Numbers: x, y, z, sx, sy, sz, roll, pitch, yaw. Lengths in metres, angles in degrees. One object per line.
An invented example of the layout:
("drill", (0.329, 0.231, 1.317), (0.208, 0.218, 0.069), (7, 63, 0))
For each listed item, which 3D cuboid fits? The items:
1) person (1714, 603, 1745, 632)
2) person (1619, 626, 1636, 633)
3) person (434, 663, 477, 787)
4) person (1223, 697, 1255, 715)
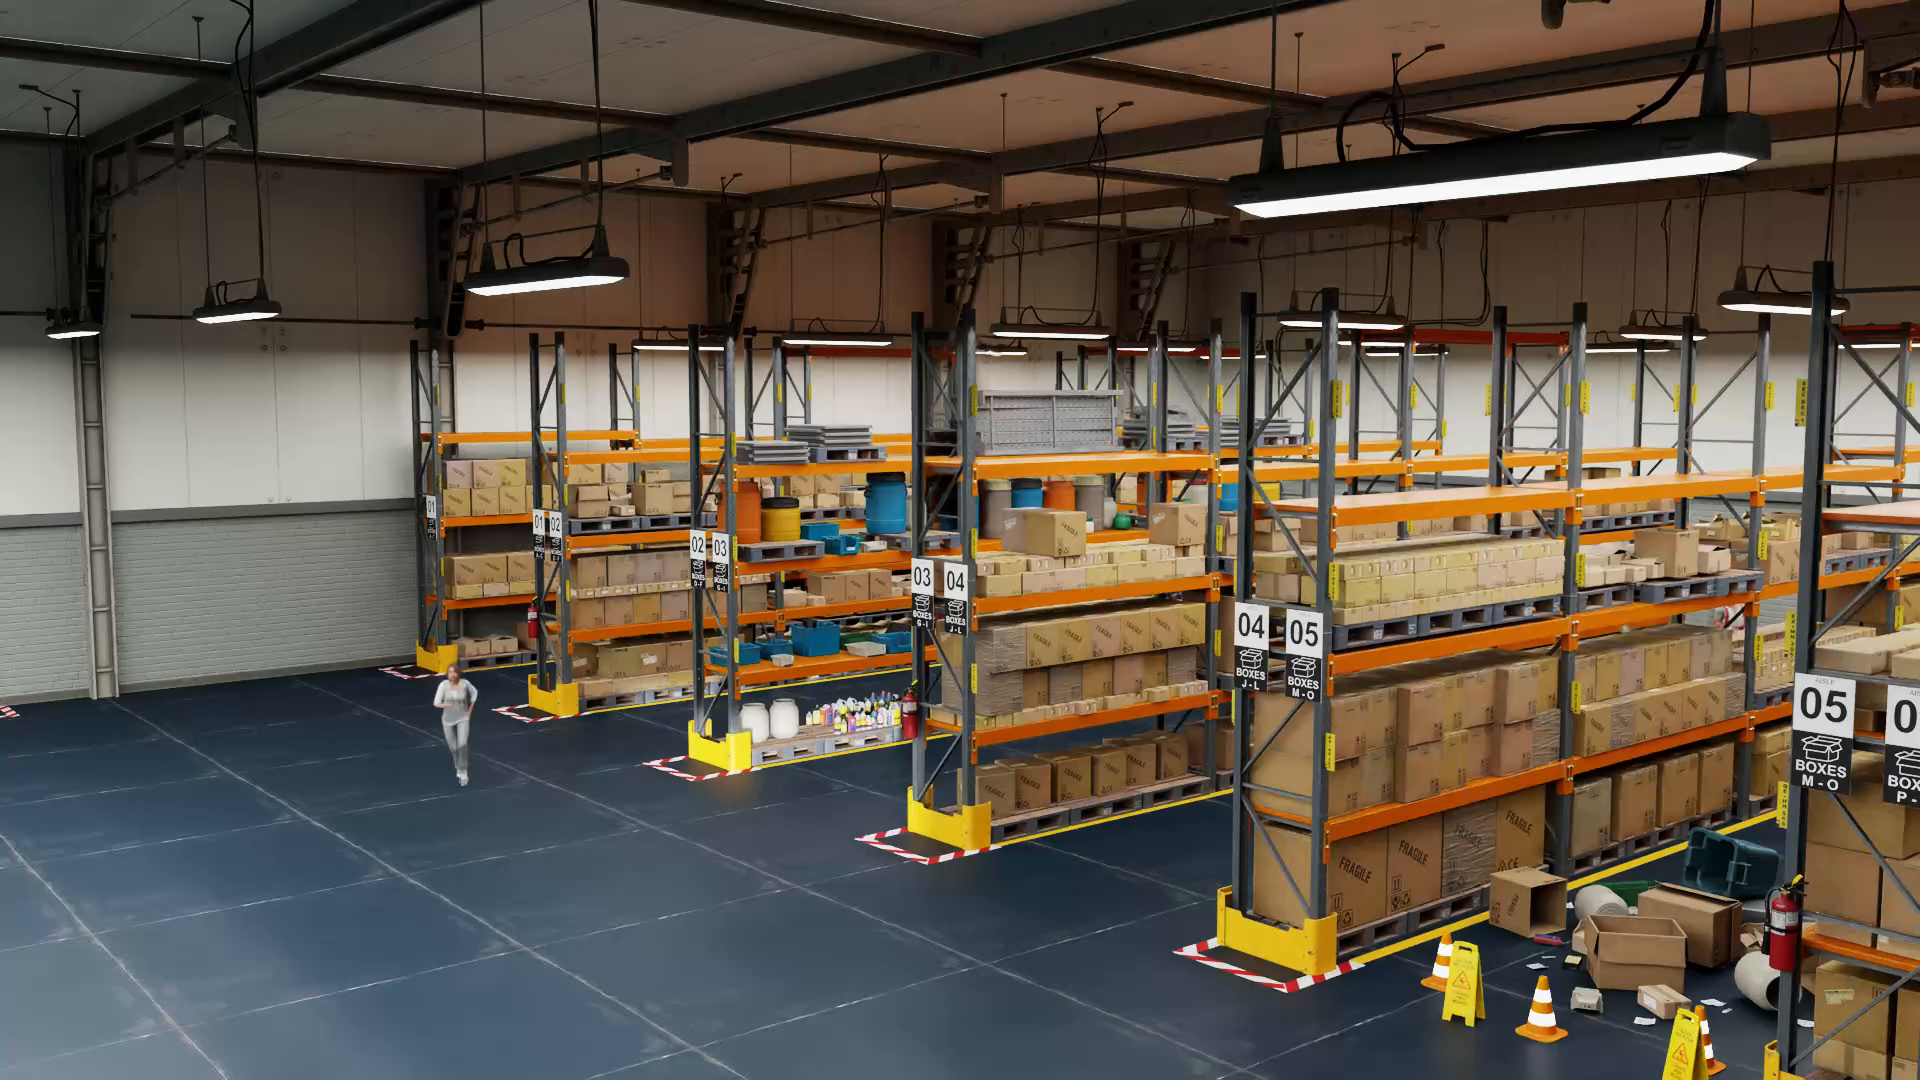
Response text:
("person", (13.180, 1.678, 28.293), (0.676, 1.780, 0.655), (2, 6, 16))
("person", (9.457, 2.108, 23.676), (1.140, 1.800, 0.625), (-5, 7, -42))
("person", (-6.543, 2.382, 21.581), (0.521, 1.597, 0.714), (-1, 5, -9))
("person", (4.420, 1.921, 26.370), (0.613, 1.640, 0.688), (5, 7, 44))
